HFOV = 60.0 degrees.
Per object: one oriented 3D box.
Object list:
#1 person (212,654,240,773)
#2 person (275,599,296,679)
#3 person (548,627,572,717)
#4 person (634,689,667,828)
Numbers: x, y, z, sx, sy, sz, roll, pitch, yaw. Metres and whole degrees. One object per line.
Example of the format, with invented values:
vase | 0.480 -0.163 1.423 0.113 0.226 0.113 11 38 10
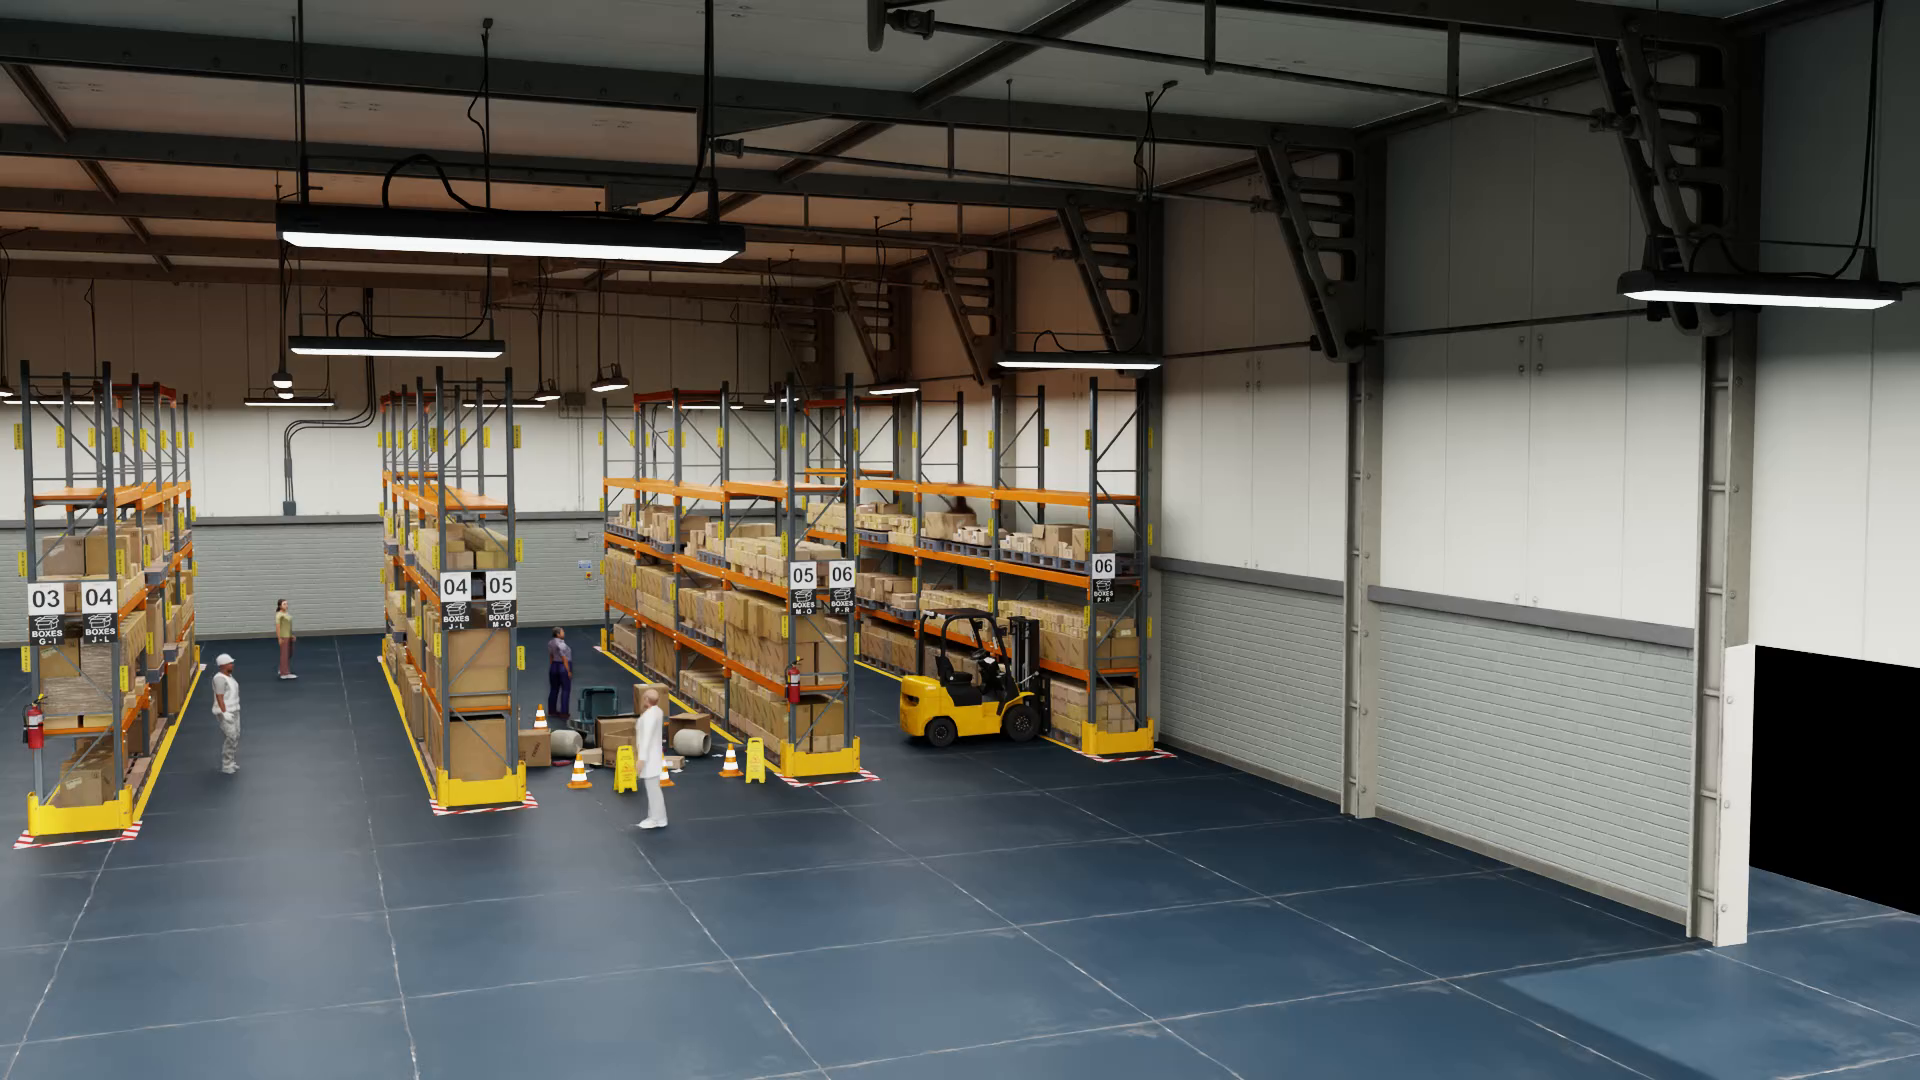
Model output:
person | -11.085 2.634 25.210 0.473 1.827 0.583 0 3 7
person | -14.141 2.073 34.902 0.399 1.699 0.513 -1 4 -13
person | -7.229 2.385 30.116 0.531 1.635 0.431 2 4 27
person | -3.994 2.831 21.470 0.417 1.809 0.651 0 3 -3
